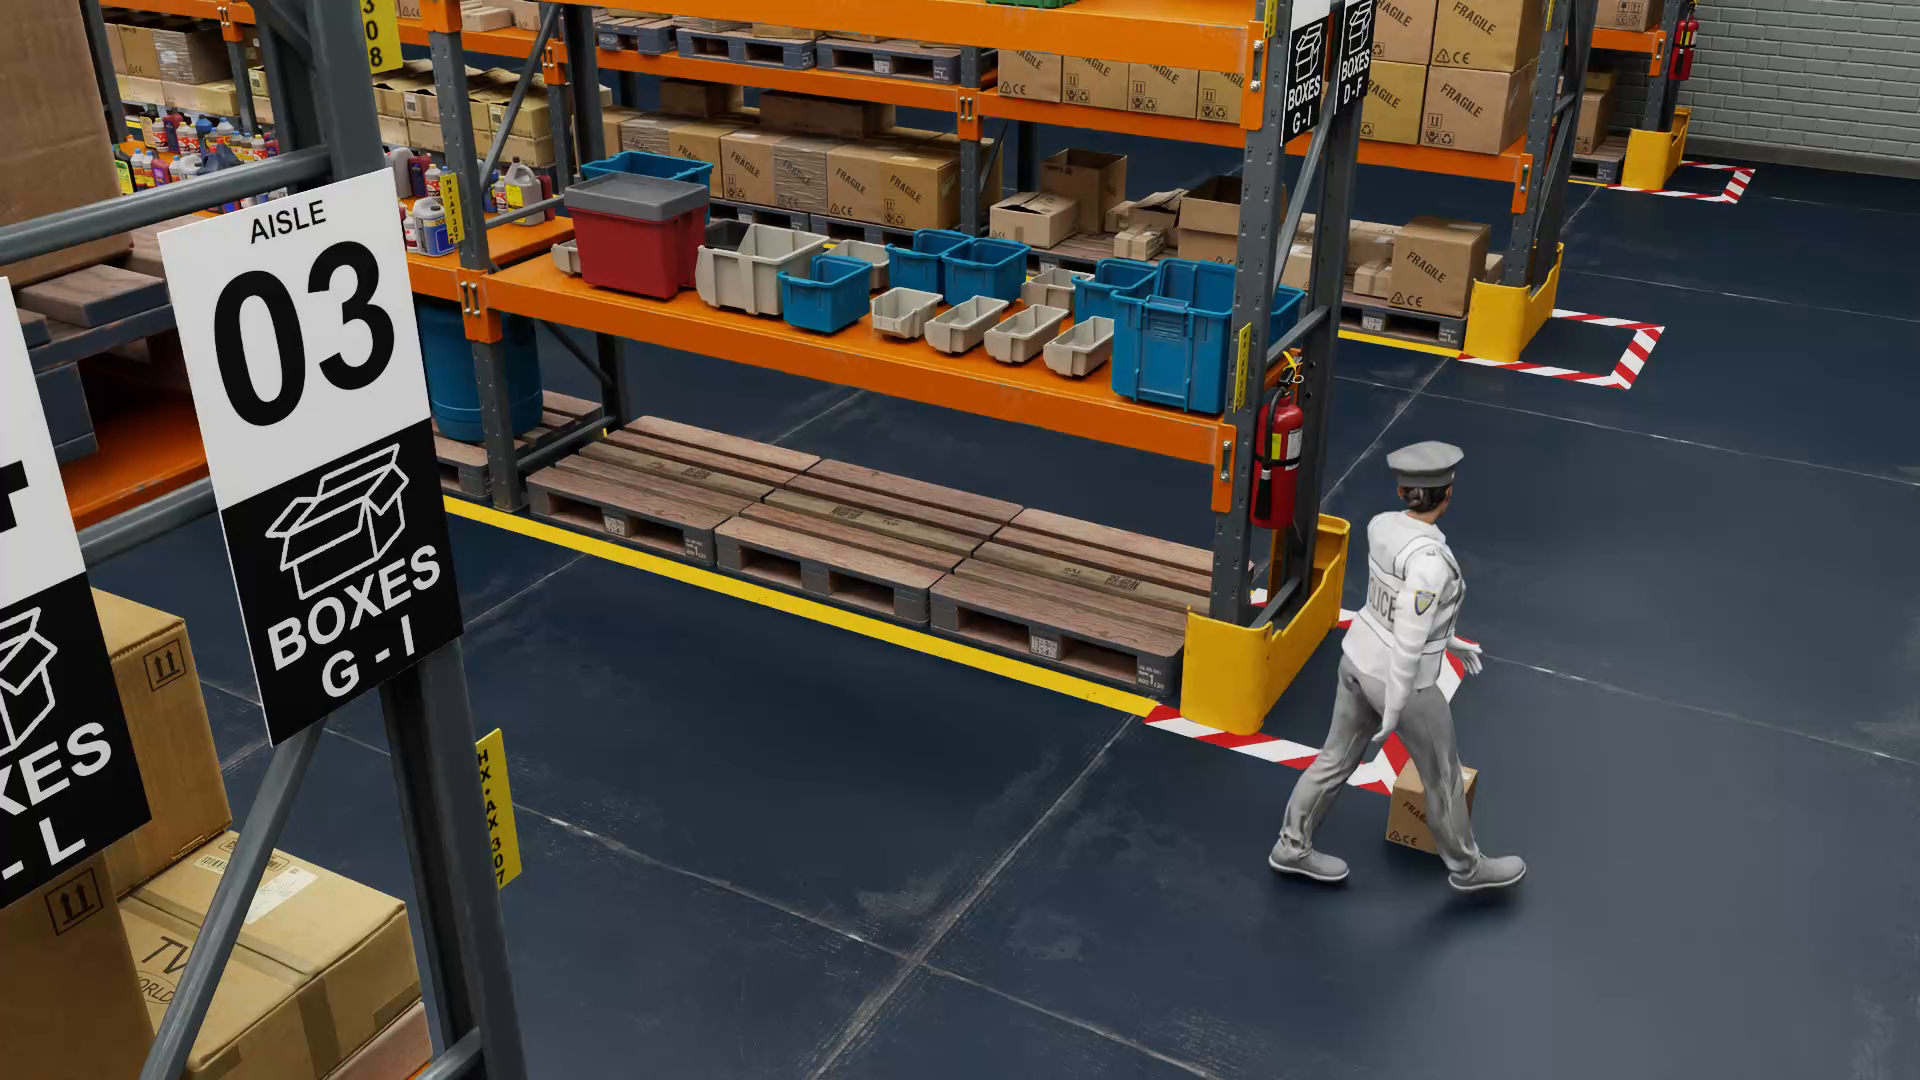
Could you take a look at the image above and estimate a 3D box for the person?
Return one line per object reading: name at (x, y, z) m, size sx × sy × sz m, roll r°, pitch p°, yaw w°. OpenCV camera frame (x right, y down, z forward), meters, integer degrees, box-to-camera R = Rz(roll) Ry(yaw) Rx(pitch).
person at (1.555, 0.459, 5.700) m, size 0.870 × 1.618 × 0.506 m, roll -5°, pitch 27°, yaw -11°
